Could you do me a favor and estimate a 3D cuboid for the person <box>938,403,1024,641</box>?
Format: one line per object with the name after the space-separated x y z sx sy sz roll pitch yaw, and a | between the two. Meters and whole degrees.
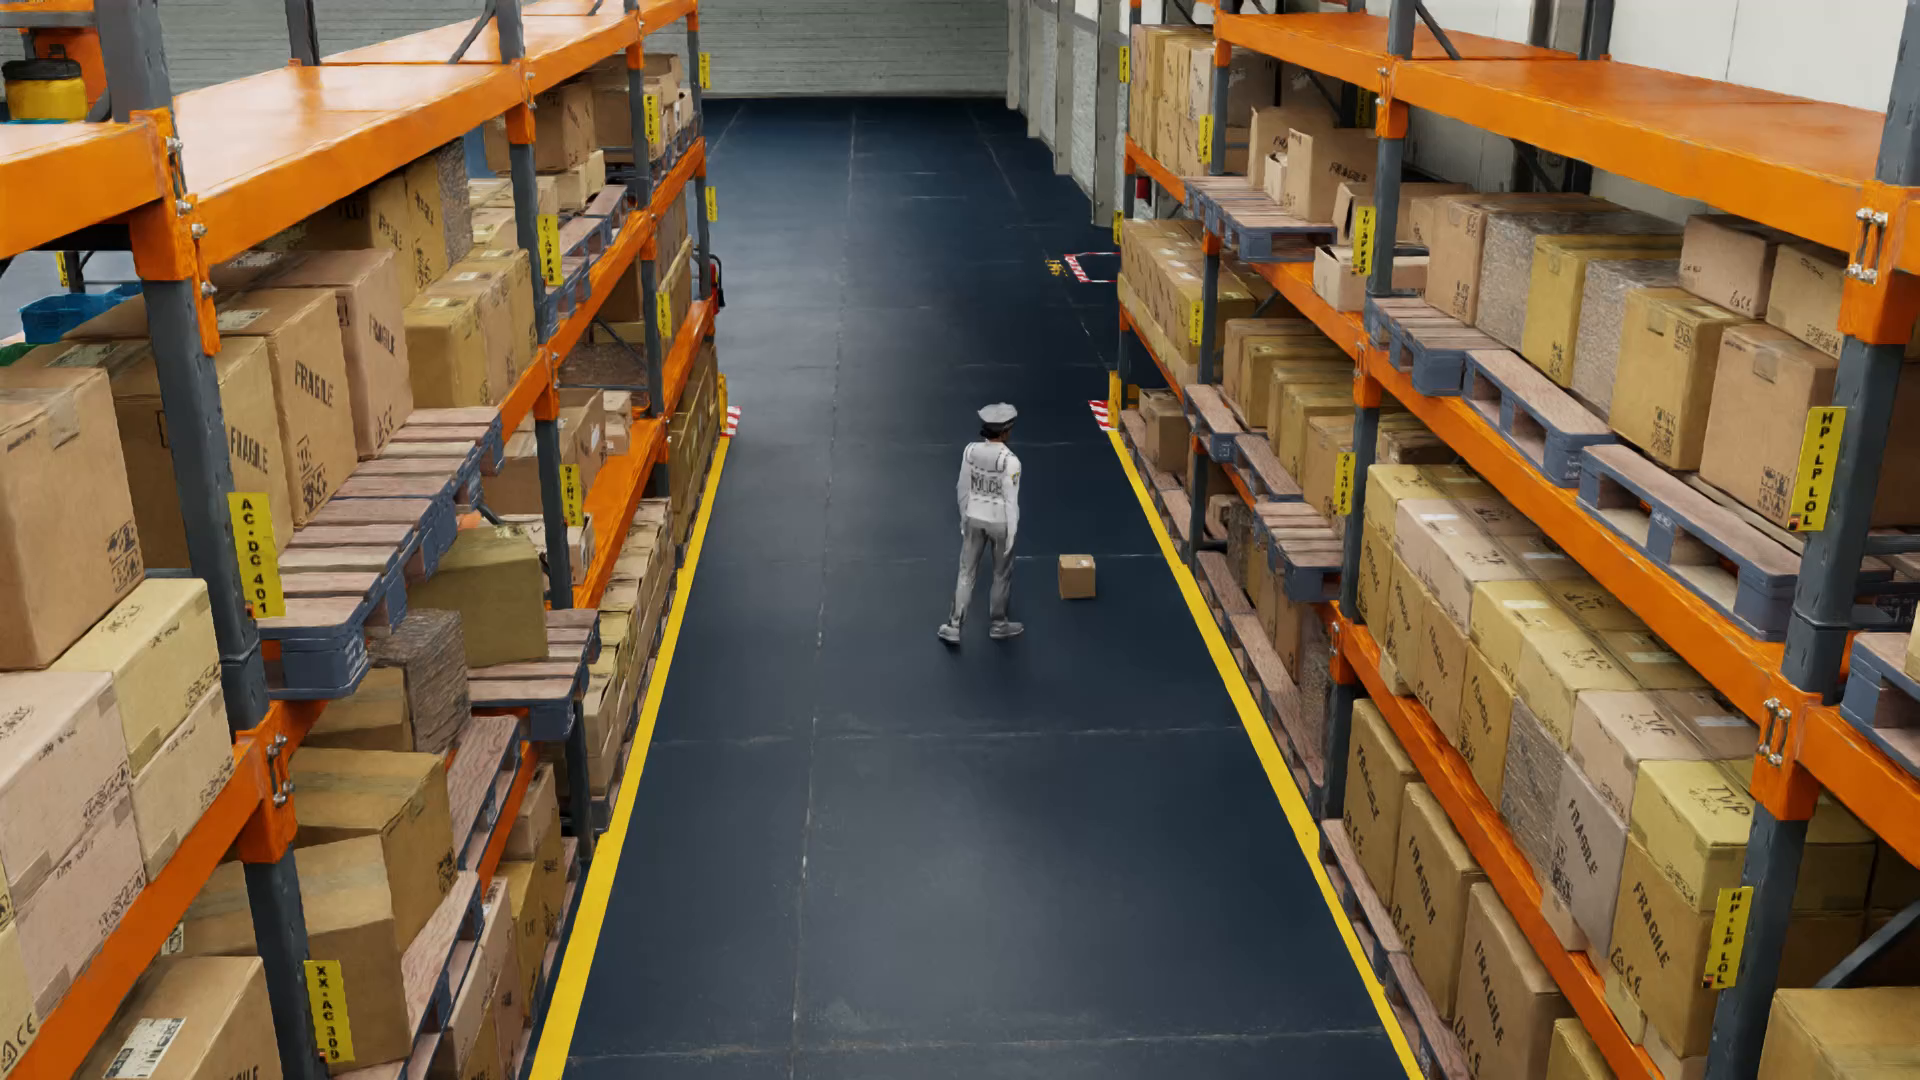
0.154 -0.095 11.305 0.556 1.669 0.581 11 23 27 | person
